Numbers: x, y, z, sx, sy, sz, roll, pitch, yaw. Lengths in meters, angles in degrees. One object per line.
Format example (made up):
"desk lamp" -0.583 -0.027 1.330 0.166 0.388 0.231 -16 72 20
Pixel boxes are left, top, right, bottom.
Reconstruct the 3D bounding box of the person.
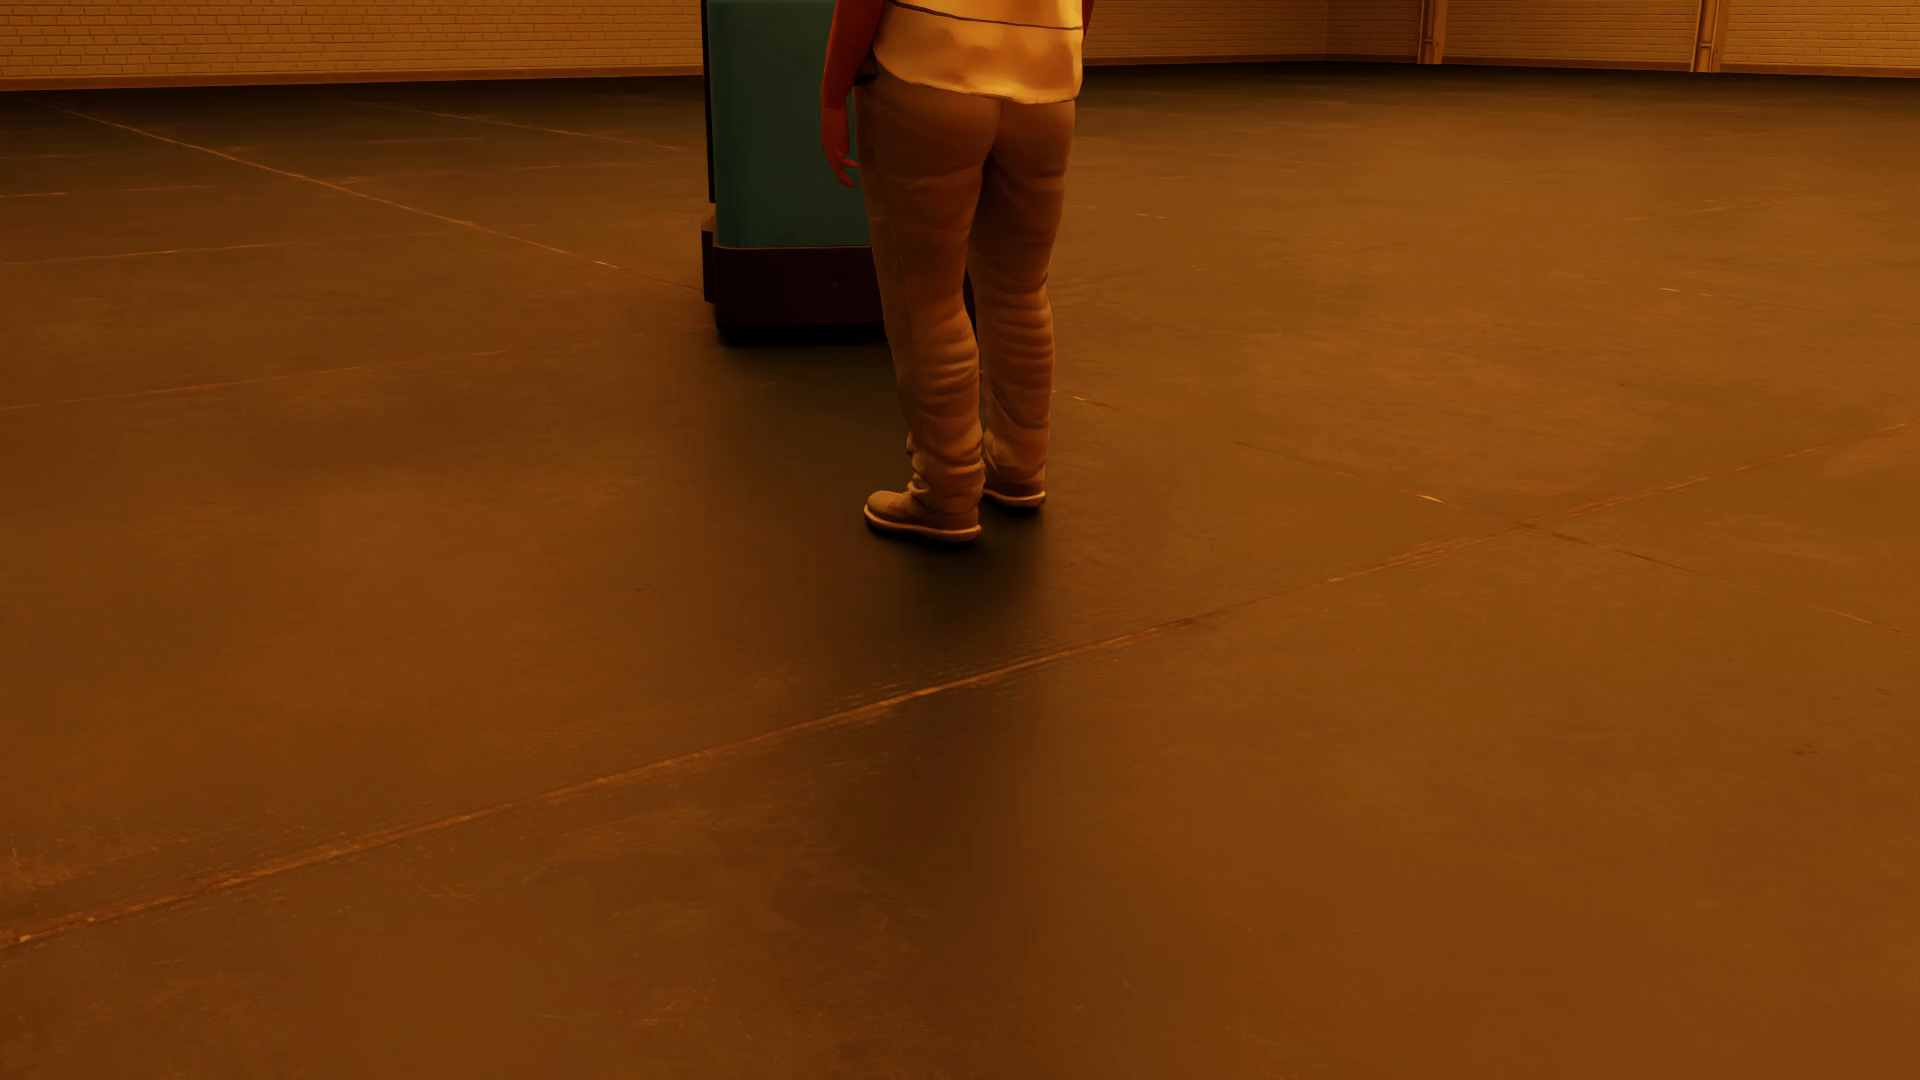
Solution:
"person" -0.026 -0.824 3.122 0.598 1.670 0.529 -12 21 -34

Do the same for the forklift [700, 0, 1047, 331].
"forklift" -0.436 -2.452 6.183 1.130 2.935 3.031 -2 18 -8
